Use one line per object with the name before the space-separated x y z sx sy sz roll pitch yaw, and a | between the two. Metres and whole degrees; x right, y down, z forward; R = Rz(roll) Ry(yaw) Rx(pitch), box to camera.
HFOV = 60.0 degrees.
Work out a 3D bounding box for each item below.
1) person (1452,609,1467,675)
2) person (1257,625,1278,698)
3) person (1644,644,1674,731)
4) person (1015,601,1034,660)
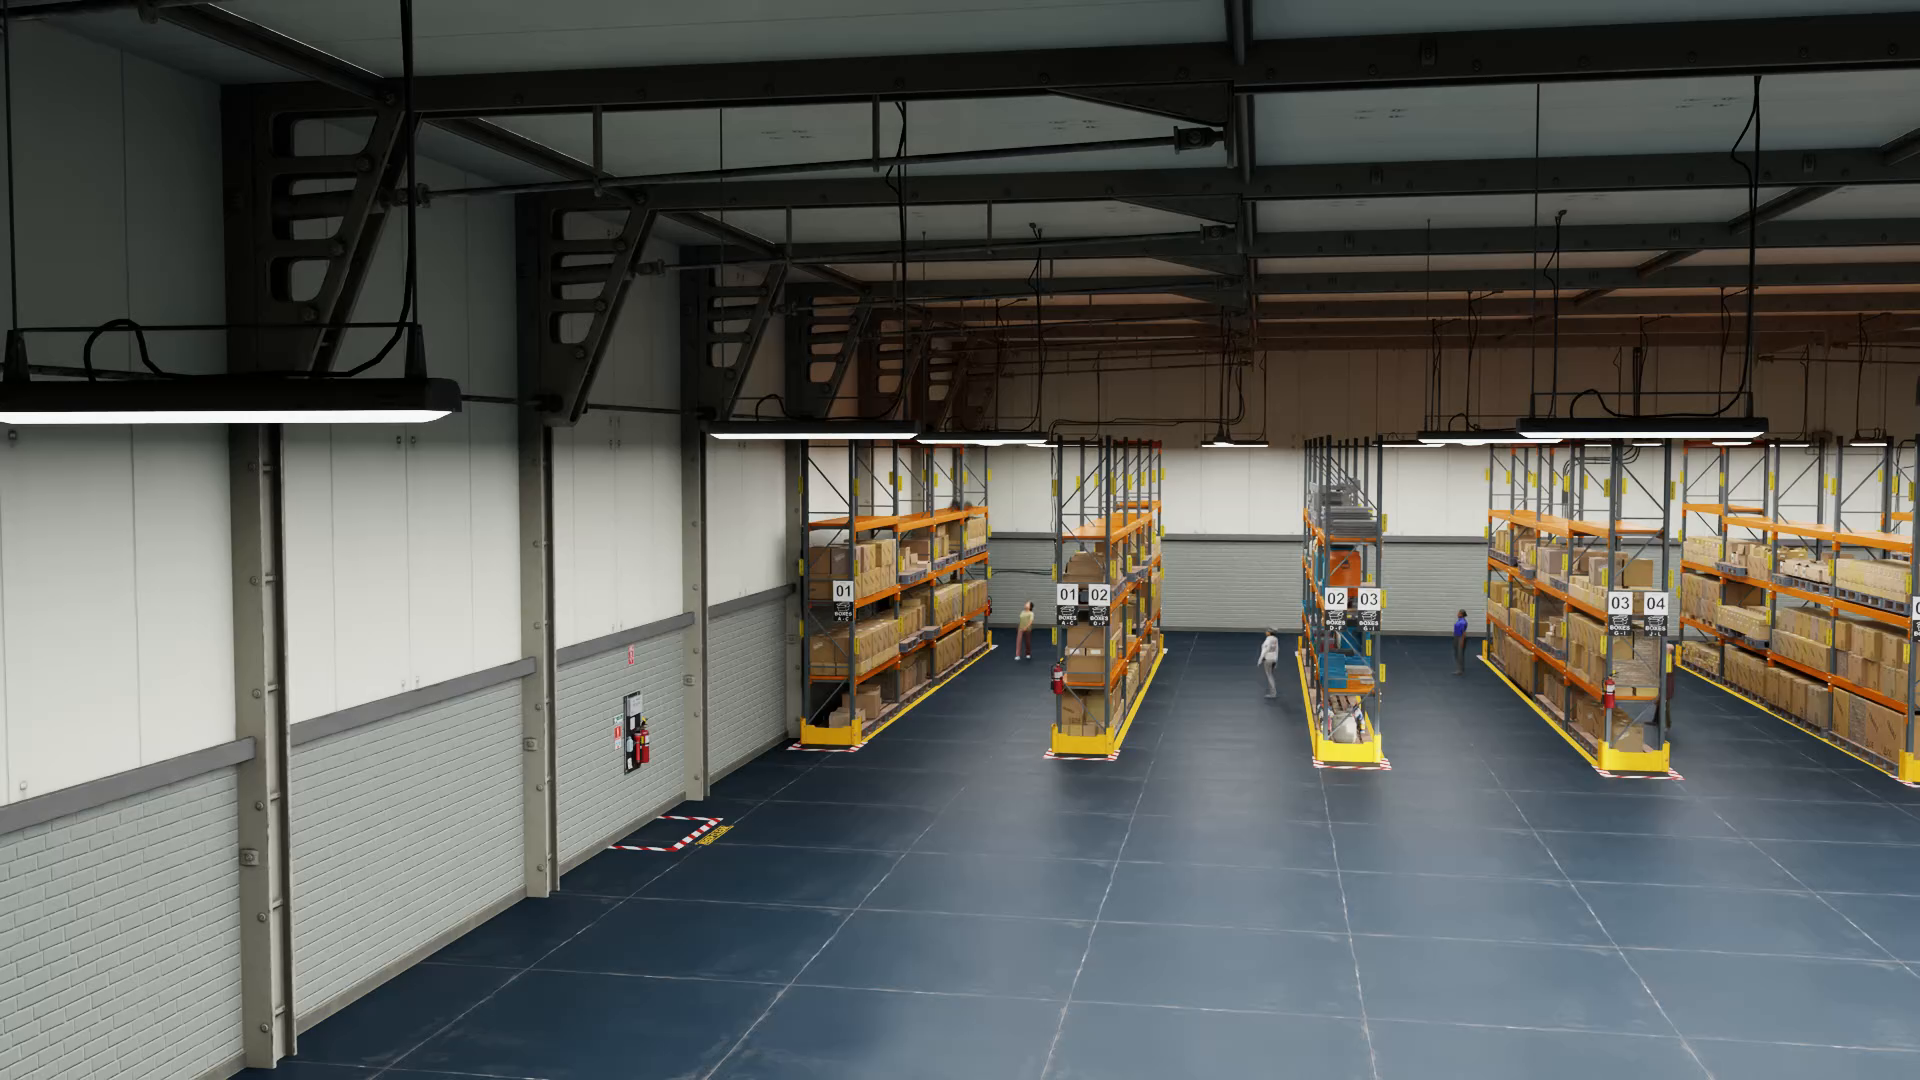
person | 12.777 2.602 42.633 0.537 1.658 0.452 -2 3 -27
person | 7.124 2.822 38.347 0.518 1.734 0.462 -3 4 -40
person | 14.352 3.042 34.140 0.678 1.692 0.601 3 4 42
person | 1.771 2.463 45.092 0.440 1.572 1.057 1 3 15
